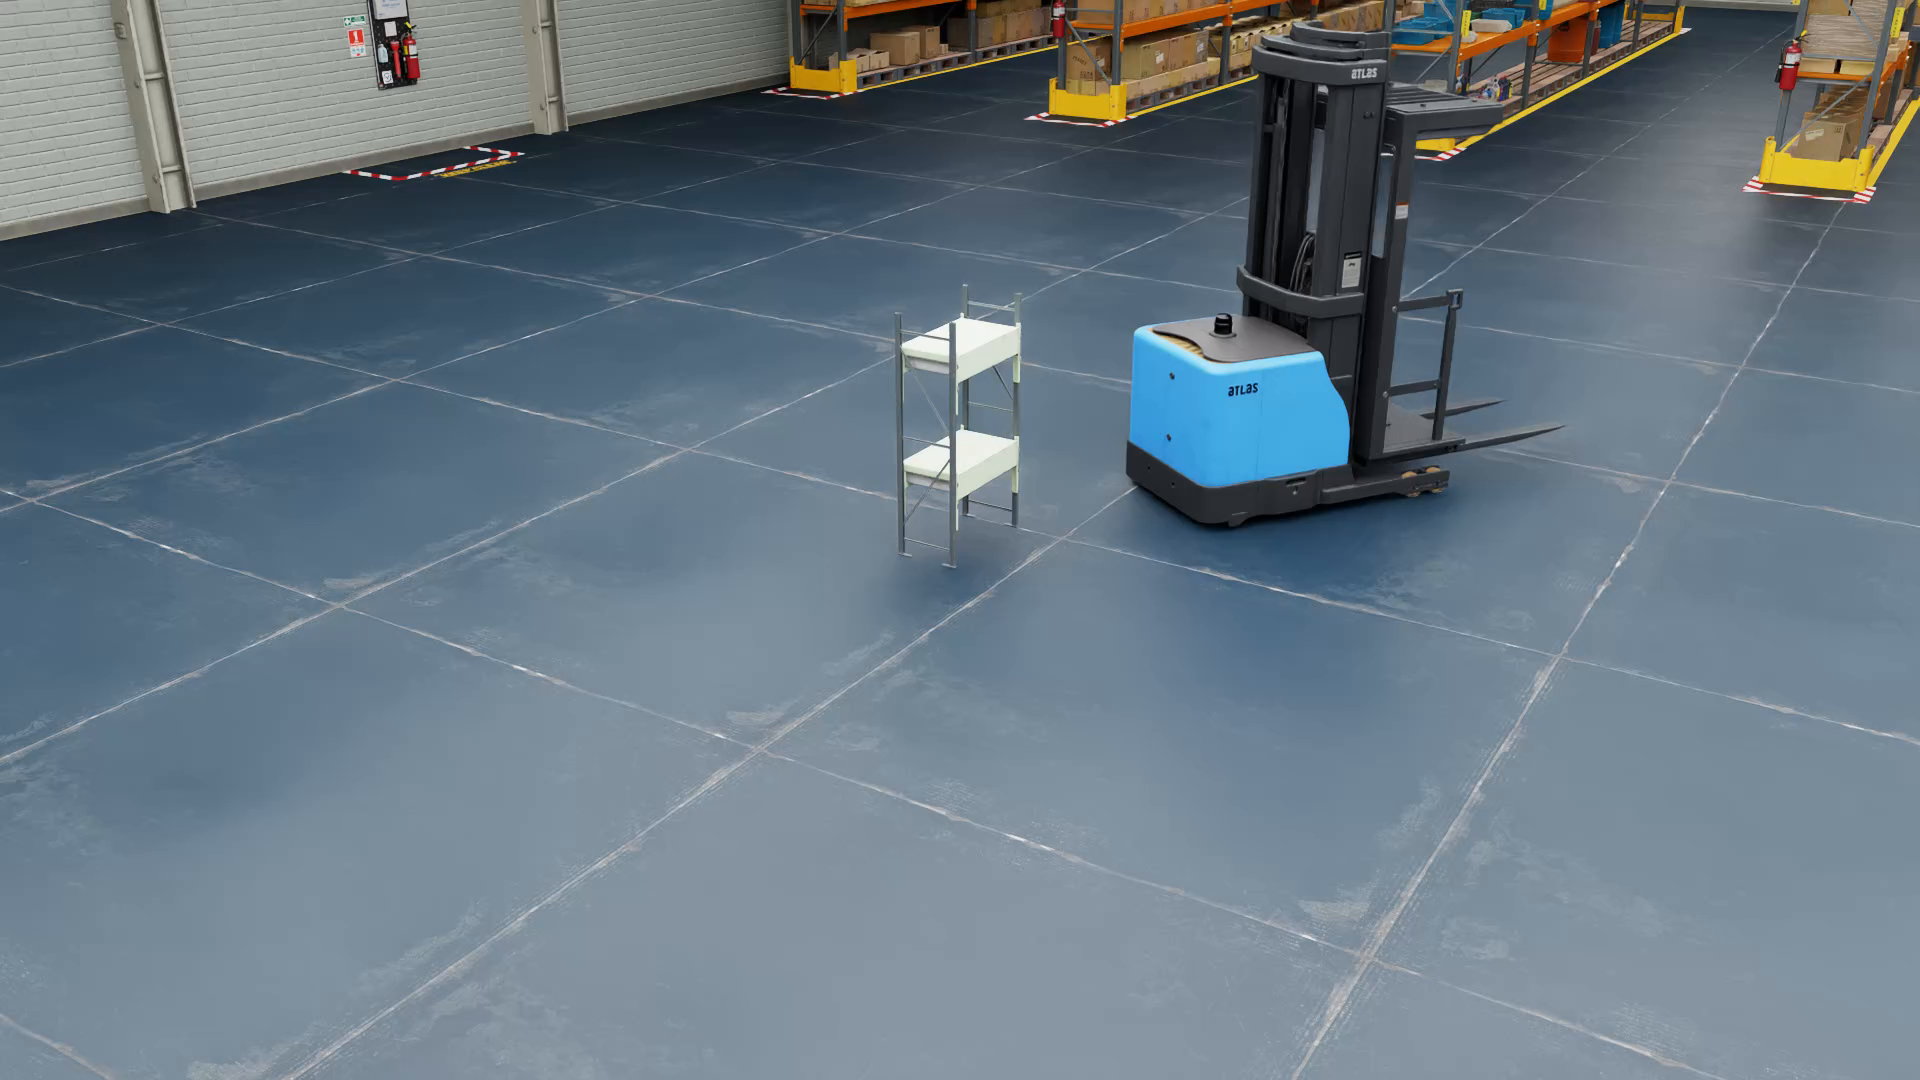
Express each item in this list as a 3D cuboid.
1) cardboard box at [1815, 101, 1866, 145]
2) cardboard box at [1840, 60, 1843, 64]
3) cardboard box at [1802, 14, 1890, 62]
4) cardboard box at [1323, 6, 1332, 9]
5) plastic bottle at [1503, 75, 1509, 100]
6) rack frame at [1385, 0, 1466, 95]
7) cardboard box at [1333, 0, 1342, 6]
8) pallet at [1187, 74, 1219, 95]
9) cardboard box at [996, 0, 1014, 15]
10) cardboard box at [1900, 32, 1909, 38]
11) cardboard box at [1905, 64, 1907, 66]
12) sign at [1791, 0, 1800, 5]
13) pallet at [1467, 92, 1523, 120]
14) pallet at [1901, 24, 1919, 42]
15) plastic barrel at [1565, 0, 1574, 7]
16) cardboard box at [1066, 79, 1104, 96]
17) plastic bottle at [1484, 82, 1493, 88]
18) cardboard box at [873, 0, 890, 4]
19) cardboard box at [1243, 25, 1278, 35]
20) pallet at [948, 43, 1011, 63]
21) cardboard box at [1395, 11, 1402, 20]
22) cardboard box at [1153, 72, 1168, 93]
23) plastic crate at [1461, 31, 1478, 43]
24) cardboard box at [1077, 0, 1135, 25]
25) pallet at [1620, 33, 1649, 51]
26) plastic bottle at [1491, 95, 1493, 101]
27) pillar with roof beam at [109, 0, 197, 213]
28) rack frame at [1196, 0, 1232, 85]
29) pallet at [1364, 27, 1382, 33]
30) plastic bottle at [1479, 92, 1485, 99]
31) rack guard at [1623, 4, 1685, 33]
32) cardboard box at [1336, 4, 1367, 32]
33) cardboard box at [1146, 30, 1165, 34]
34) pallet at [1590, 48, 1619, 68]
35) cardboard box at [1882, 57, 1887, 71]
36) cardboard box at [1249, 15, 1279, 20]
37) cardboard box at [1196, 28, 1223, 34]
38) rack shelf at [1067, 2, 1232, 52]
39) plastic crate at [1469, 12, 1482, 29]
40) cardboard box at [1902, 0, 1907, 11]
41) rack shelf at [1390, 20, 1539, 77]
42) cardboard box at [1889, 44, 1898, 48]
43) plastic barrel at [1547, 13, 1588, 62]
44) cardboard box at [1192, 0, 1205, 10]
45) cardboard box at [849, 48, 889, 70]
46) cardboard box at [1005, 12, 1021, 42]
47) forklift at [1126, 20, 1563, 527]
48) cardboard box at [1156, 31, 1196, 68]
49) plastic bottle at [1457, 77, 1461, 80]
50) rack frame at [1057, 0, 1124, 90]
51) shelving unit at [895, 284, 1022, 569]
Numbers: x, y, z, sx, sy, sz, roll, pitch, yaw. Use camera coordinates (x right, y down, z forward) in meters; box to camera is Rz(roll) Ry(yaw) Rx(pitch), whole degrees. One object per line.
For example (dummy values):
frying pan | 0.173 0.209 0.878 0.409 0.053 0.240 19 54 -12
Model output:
cardboard box | 11.309 -5.350 21.451 0.500 0.500 0.500 17 29 34
cardboard box | 10.840 -6.041 20.746 0.380 0.149 0.250 14 27 29
cardboard box | 10.646 -6.043 19.934 0.875 0.500 0.500 14 27 29
cardboard box | 6.977 -10.231 32.700 0.500 0.500 0.500 13 26 27
plastic bottle | 8.140 -6.777 24.911 0.144 0.351 0.185 13 27 28
rack frame | 6.125 -6.719 21.995 1.000 3.000 0.127 14 27 29
cardboard box | 7.259 -10.758 32.973 0.500 0.250 0.500 14 27 29
pallet | 3.574 -7.569 27.468 1.003 0.211 1.213 14 27 29
cardboard box | 0.693 -10.122 31.504 0.500 0.250 0.500 13 27 27
cardboard box | 12.579 -6.782 22.456 0.380 0.149 0.250 14 27 29
cardboard box | 13.934 -7.016 25.273 0.700 0.500 0.500 11 26 25
sign | 9.872 -6.480 19.589 0.100 0.325 0.005 14 27 29
pallet | 7.845 -6.571 25.164 1.003 0.211 1.213 14 27 29
pallet | 12.969 -7.170 23.279 1.003 0.211 1.213 14 27 29
plastic barrel | 9.761 -8.936 26.976 0.421 0.512 0.421 0 23 0
cardboard box | 1.951 -6.932 25.419 0.500 0.250 0.500 14 27 29
plastic bottle | 7.900 -6.701 24.828 0.152 0.276 0.135 14 27 29
cardboard box | -1.503 -9.012 27.455 0.500 0.250 0.500 13 27 27
cardboard box | 5.268 -8.903 29.266 0.500 0.311 0.500 15 27 30
pallet | 0.228 -9.128 31.071 1.003 0.211 1.213 14 27 29
cardboard box | 9.102 -11.100 35.128 0.380 0.166 0.250 14 27 29
cardboard box | 2.915 -7.162 25.950 0.500 0.250 0.500 14 27 29
plastic crate | 6.870 -6.833 22.589 0.298 0.136 0.250 14 27 29
cardboard box | 2.176 -7.959 24.733 0.700 0.500 0.500 14 27 29
pallet | 12.810 -9.746 32.496 1.003 0.211 1.213 14 27 29
plastic bottle | 7.740 -6.436 24.309 0.097 0.201 0.097 0 23 0
pillar with roof beam | -5.330 -7.013 15.124 9.100 9.000 0.400 14 27 29
rack frame | 4.029 -9.108 27.514 1.000 3.000 0.127 14 27 29
pallet | 7.852 -10.246 33.653 1.003 0.211 1.213 14 27 29
plastic bottle | 7.481 -6.293 23.877 0.061 0.283 0.133 14 27 30
rack guard | 14.566 -10.983 34.991 1.175 0.500 0.348 14 27 29
cardboard box | 7.699 -10.302 32.865 0.500 0.500 0.500 14 27 30
cardboard box | 2.991 -7.955 26.838 0.500 0.500 0.500 14 27 29
pallet | 11.370 -8.824 30.368 1.003 0.211 1.213 14 27 29
cardboard box | 10.978 -5.773 20.127 0.380 0.149 0.250 14 27 29
cardboard box | 5.613 -9.531 30.718 0.500 0.311 0.500 15 28 31
cardboard box | 4.268 -8.670 28.729 0.500 0.311 0.500 15 27 30
rack shelf | 2.974 -8.103 26.098 1.077 0.370 4.000 14 27 29
plastic crate | 7.279 -7.573 24.234 0.450 0.188 0.662 14 27 29
cardboard box | 11.124 -6.618 20.003 0.500 0.500 0.500 14 27 29
rack shelf | 7.180 -7.064 23.697 1.077 0.370 4.000 14 27 29
cardboard box | 11.775 -6.278 21.293 0.380 0.149 0.250 14 27 29
plastic barrel | 10.588 -8.784 28.969 0.600 0.830 0.708 14 27 29
cardboard box | 3.527 -8.824 26.731 0.700 0.500 0.500 14 27 28
cardboard box | -1.550 -8.170 28.178 0.500 0.311 0.500 16 28 33
cardboard box | 0.726 -9.800 31.706 0.700 0.500 0.500 14 27 30
forklift | 2.667 -1.804 10.727 3.031 2.935 1.130 -10 25 -22
cardboard box | 3.436 -7.845 26.585 0.500 0.500 0.500 14 27 29
plastic bottle | 7.547 -6.890 25.265 0.152 0.276 0.135 15 28 31
rack frame | 1.919 -7.758 24.395 1.000 3.000 0.127 14 27 29
shelving unit | -0.004 -0.686 9.947 0.431 1.500 0.755 14 27 29
